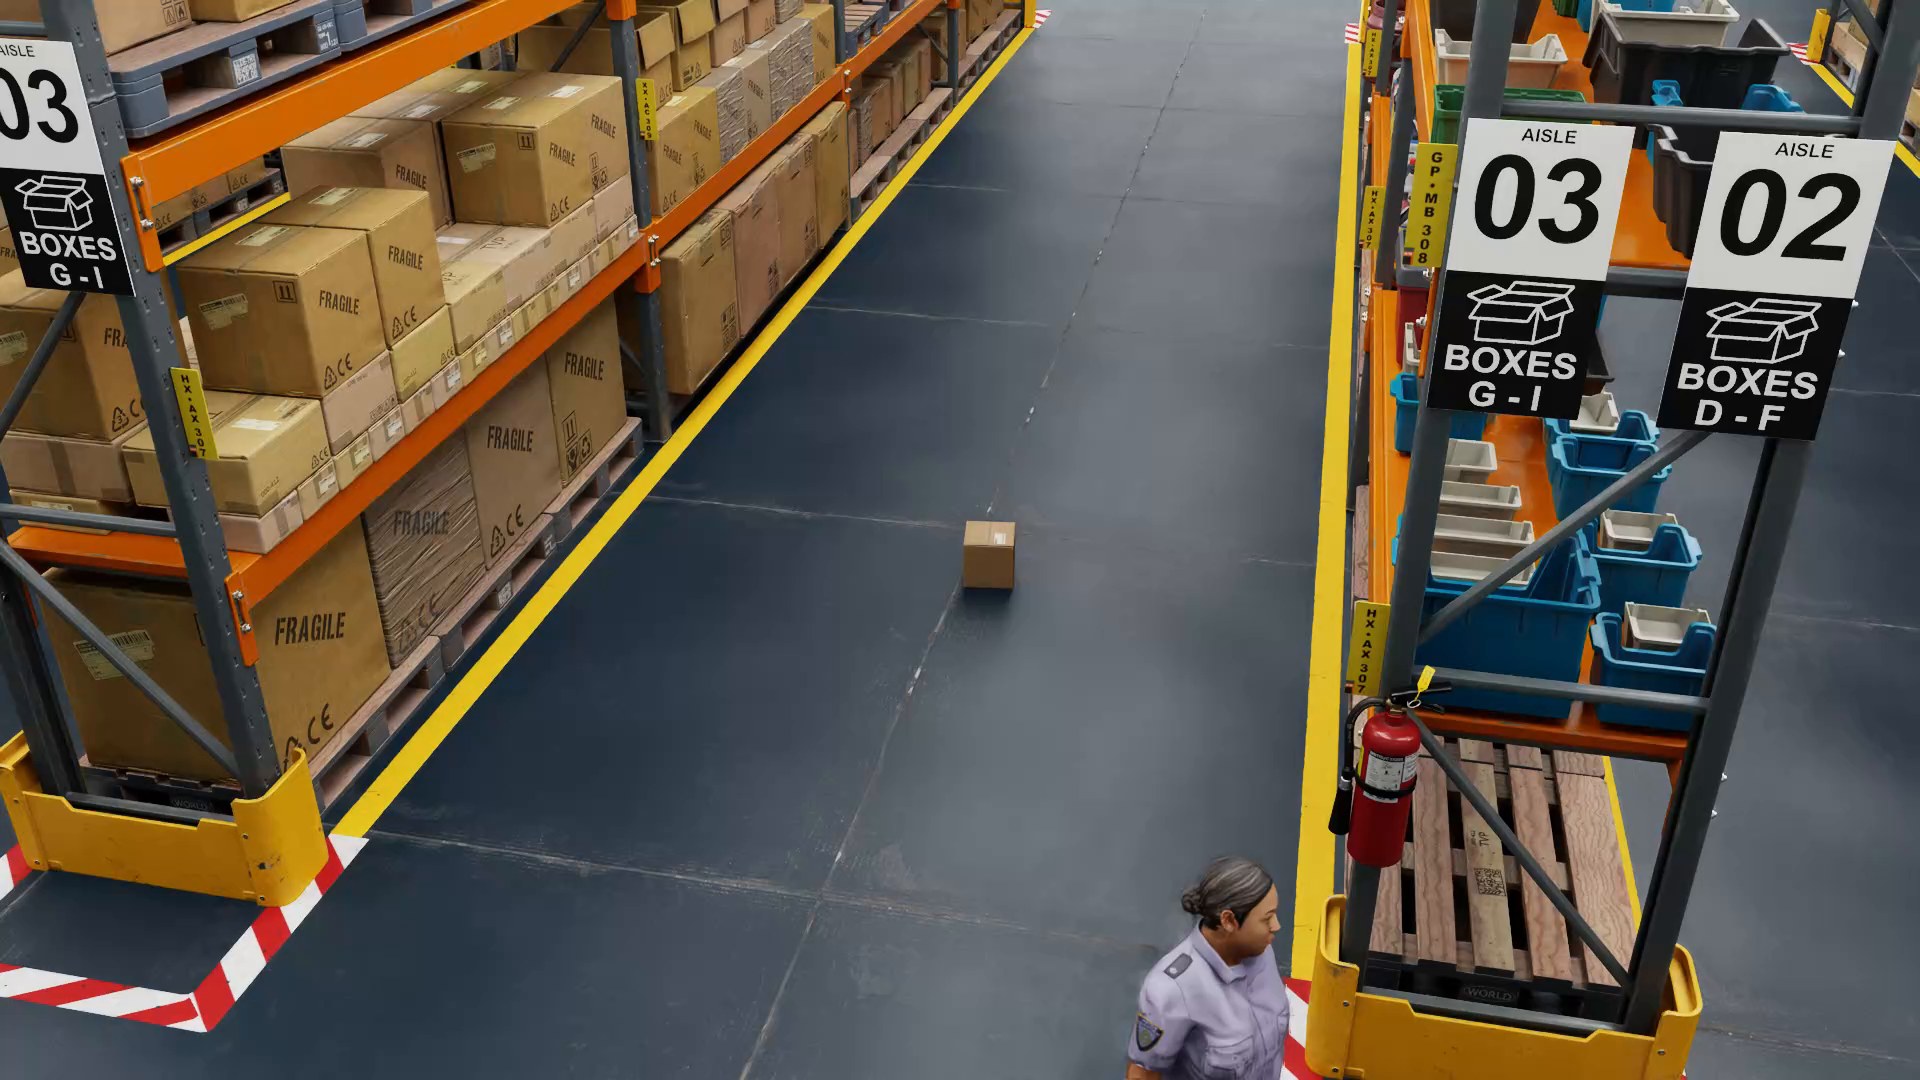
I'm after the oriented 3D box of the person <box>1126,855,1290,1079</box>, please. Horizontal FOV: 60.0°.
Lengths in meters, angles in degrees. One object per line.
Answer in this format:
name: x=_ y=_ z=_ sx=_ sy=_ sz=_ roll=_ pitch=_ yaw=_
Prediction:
person: x=0.595 y=1.525 z=4.395 sx=0.558 sy=1.600 sz=0.923 roll=-22 pitch=36 yaw=-34
